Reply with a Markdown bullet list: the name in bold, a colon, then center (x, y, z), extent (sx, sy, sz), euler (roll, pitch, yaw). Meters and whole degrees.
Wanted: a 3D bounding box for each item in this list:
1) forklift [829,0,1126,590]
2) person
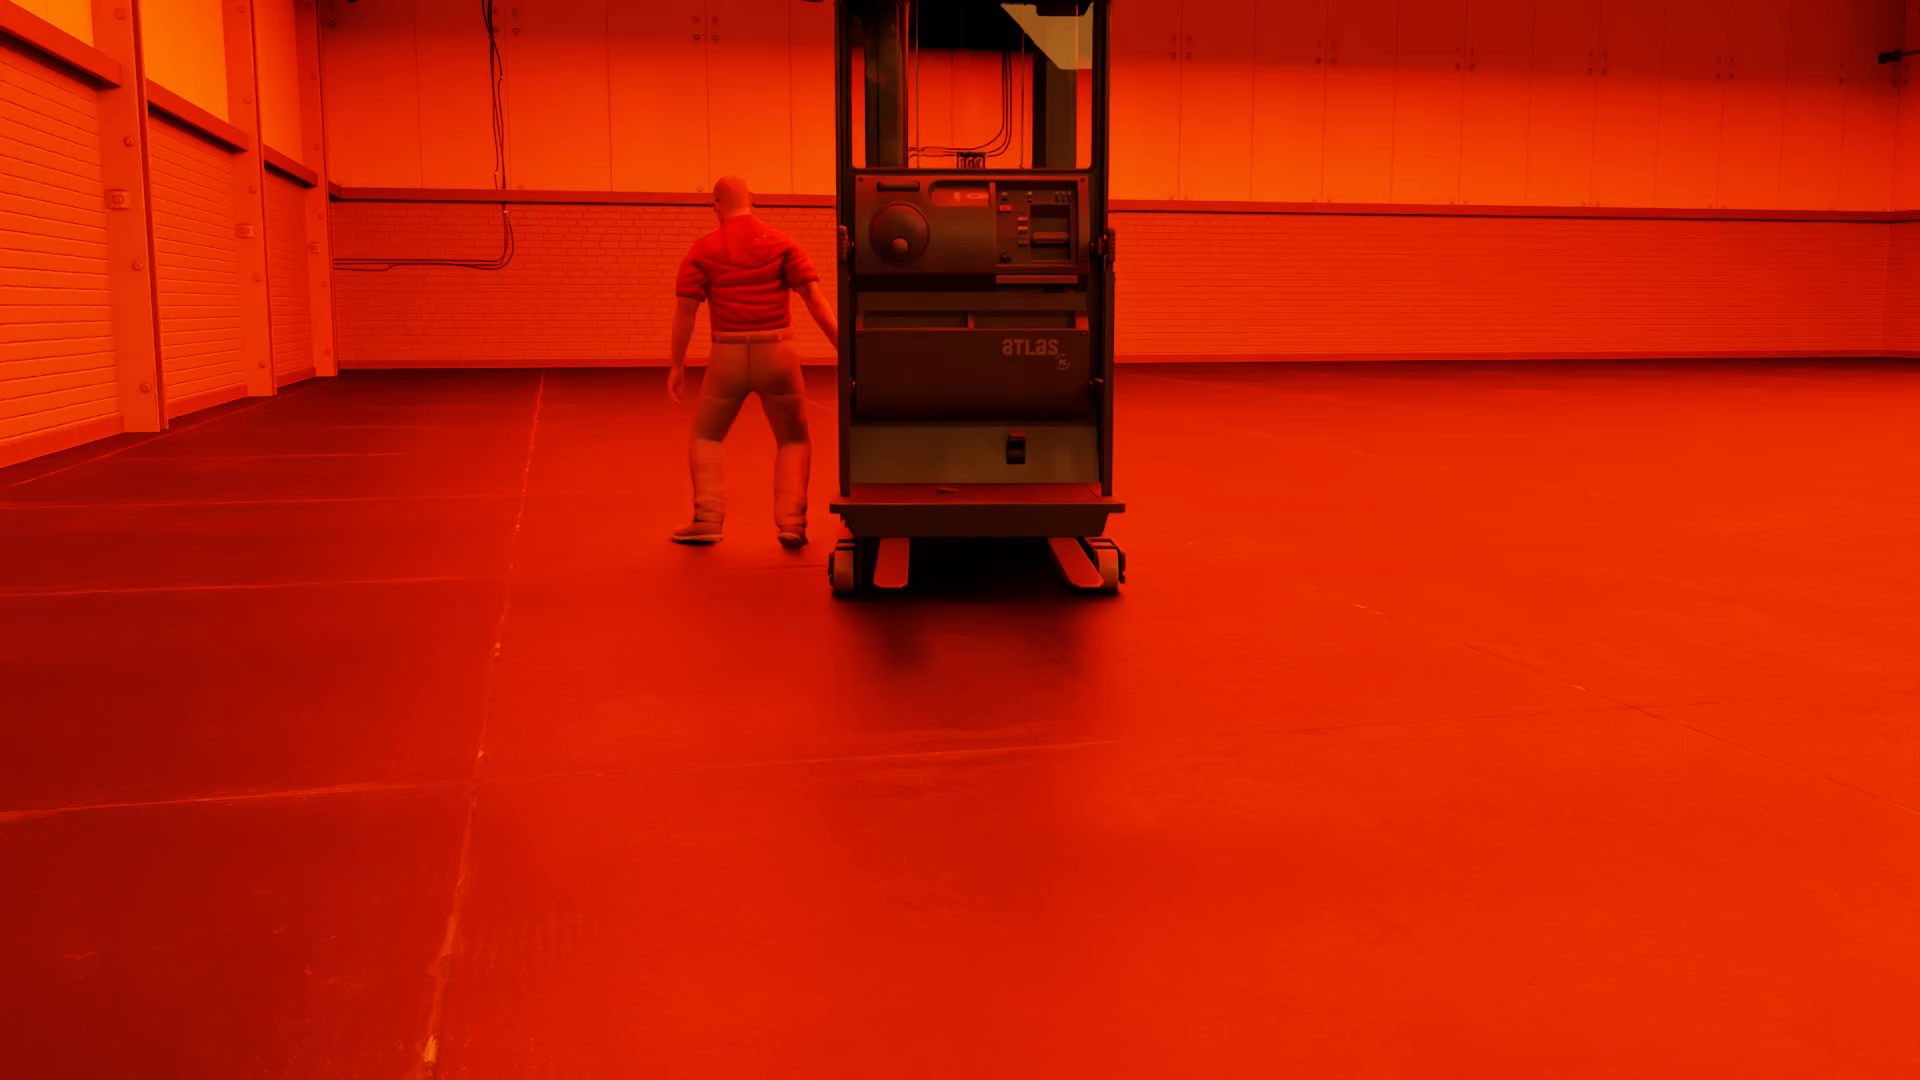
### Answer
- **forklift**: center (0.055, -1.297, 6.398), extent (1.130, 2.935, 3.031), euler (0, 8, -1)
- **person**: center (-0.907, -0.790, 7.550), extent (0.864, 1.708, 0.466), euler (0, 8, 2)
